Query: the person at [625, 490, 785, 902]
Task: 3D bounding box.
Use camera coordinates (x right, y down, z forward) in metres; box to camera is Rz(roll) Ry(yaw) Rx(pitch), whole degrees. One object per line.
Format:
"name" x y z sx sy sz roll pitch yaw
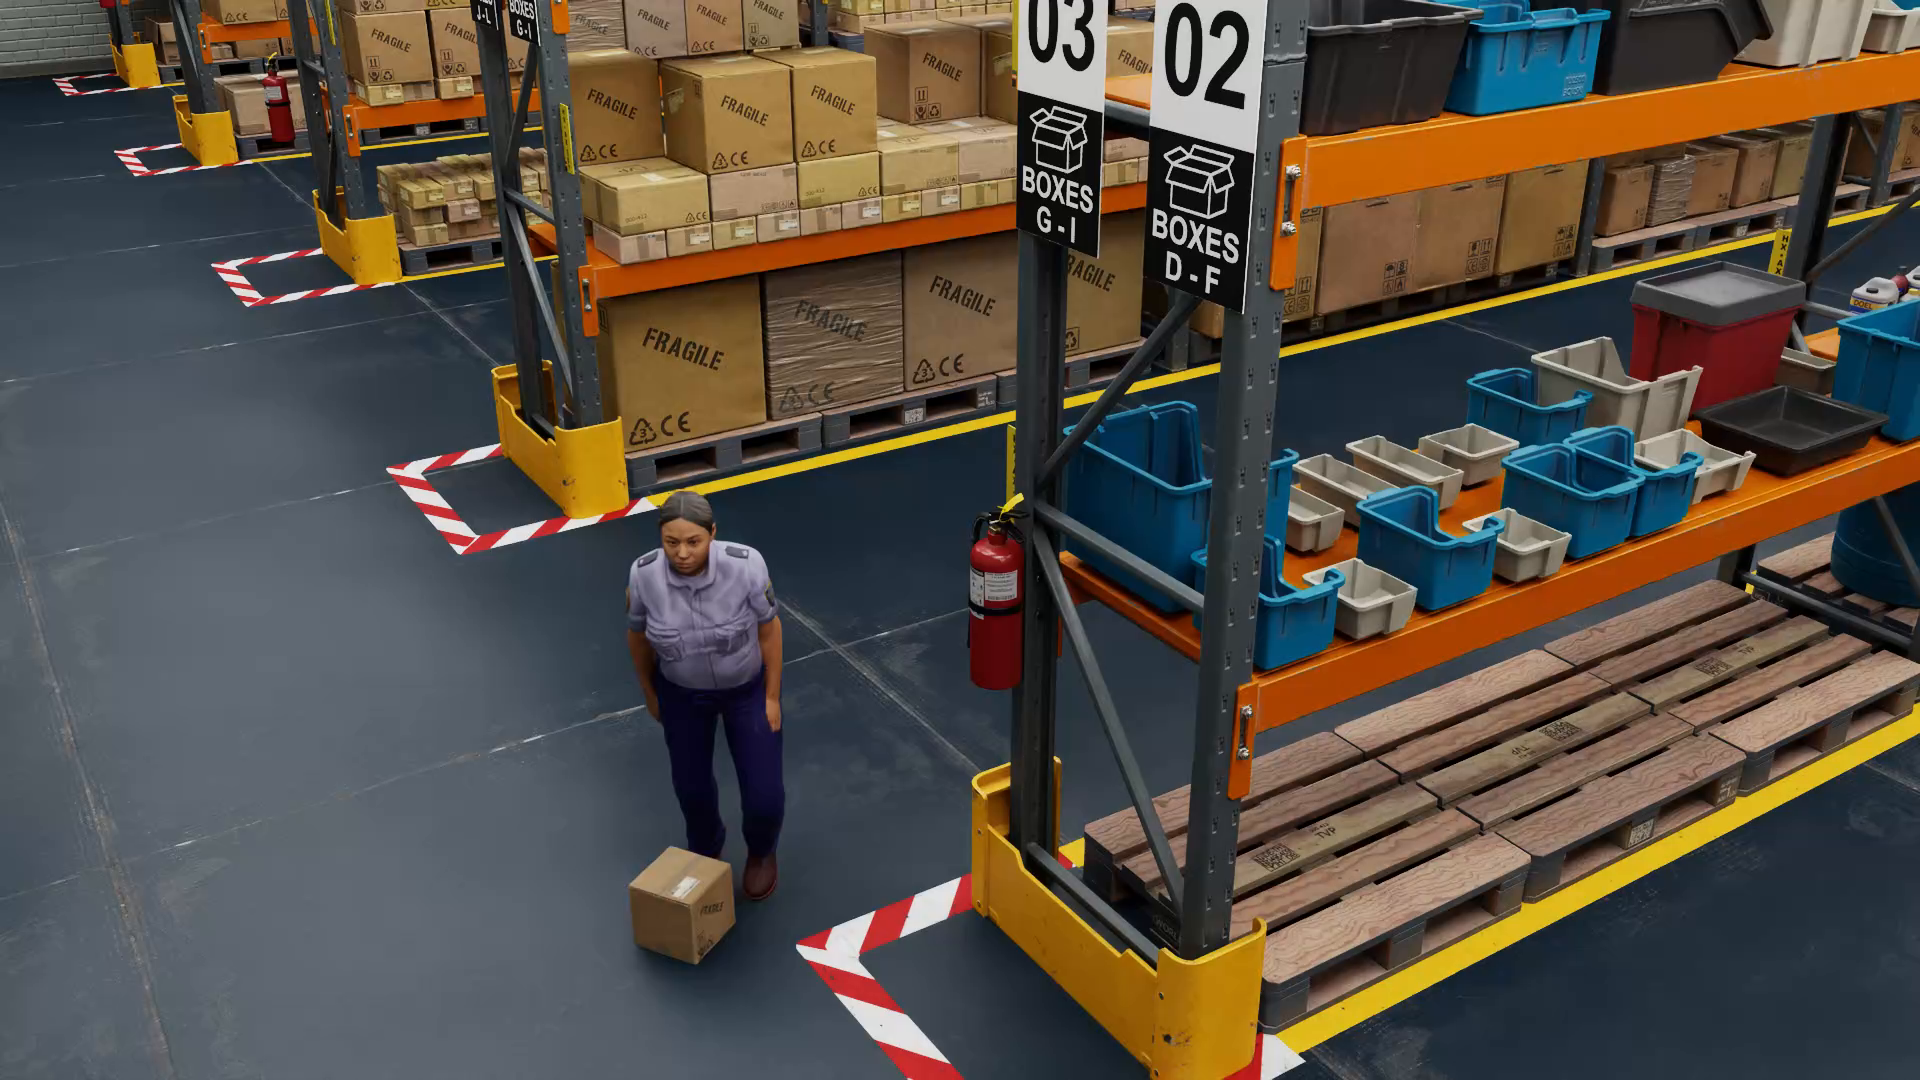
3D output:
"person" -0.828 0.525 5.510 0.504 1.616 0.521 0 25 0
